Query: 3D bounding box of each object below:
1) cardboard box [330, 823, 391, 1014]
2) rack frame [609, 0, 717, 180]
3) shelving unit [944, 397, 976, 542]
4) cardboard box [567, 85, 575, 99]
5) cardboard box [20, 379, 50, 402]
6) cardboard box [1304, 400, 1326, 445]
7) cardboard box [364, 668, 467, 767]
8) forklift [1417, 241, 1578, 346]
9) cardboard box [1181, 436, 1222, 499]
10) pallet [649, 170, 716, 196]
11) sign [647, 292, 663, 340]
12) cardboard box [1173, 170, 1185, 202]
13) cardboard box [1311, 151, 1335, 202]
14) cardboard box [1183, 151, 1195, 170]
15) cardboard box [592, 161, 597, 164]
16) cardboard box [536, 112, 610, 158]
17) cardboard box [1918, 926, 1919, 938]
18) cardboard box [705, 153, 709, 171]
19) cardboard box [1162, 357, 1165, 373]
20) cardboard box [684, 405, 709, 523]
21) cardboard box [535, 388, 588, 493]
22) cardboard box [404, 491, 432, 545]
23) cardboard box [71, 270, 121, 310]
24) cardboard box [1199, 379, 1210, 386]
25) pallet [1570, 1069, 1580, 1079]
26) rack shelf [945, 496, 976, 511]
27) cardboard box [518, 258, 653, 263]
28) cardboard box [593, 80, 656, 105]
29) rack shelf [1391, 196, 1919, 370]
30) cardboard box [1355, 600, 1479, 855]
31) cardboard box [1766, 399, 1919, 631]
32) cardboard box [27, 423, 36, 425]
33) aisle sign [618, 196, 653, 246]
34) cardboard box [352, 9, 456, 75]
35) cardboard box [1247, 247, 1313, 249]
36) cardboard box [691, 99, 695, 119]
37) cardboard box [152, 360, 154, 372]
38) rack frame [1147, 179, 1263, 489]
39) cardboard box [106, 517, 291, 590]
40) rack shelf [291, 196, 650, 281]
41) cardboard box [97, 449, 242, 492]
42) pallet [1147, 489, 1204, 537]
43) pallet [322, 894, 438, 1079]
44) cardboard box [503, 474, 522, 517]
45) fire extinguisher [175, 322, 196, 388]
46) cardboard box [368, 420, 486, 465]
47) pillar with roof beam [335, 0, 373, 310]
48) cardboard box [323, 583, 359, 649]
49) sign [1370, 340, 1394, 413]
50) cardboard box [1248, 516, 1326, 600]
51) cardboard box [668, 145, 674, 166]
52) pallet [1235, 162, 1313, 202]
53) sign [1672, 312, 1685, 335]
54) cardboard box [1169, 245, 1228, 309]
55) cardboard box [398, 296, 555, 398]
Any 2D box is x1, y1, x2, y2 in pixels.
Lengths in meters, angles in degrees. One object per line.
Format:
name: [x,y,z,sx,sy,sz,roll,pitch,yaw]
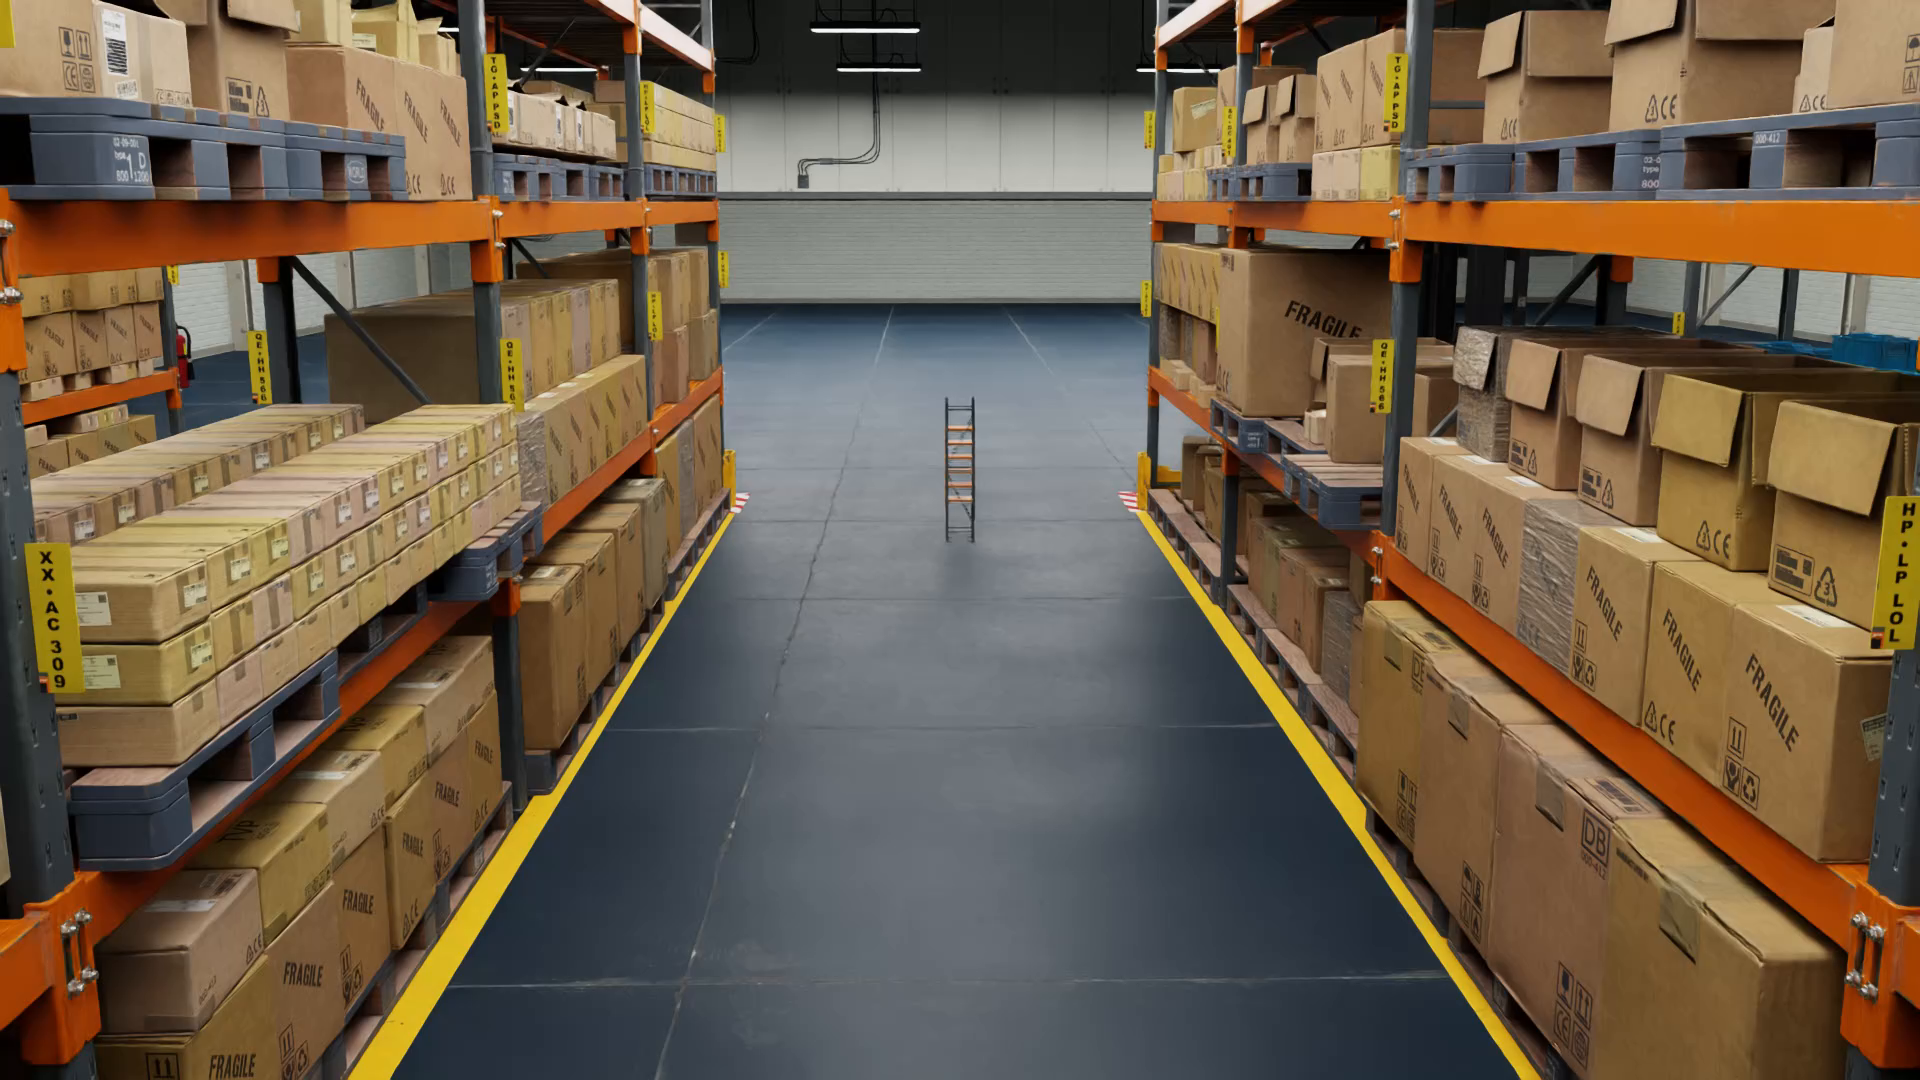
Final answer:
cardboard box: [-2.247,1.256,5.552,0.500,0.500,0.500,0,11,0]
rack frame: [-2.708,-4.731,14.746,1.000,3.000,0.127,0,11,-1]
shelving unit: [0.000,-0.591,13.954,0.258,1.200,0.189,0,11,-1]
cardboard box: [-2.961,-3.160,11.865,0.380,0.149,0.250,0,11,-1]
cardboard box: [-7.275,-1.151,12.818,0.380,0.149,0.250,0,11,-1]
cardboard box: [2.114,-0.671,9.106,0.396,0.266,0.258,-1,11,-3]
cardboard box: [-2.245,0.686,6.477,0.500,0.250,0.500,0,11,0]
forklift: [5.143,-1.846,15.787,3.031,2.935,1.130,-5,12,-21]
cardboard box: [2.249,-0.648,14.939,0.500,0.500,0.500,2,12,9]
pallet: [-2.682,-3.070,14.327,1.003,0.211,1.213,0,11,-1]
sign: [-2.083,-1.529,11.337,0.100,0.325,0.005,0,11,-1]
cardboard box: [2.028,-2.890,13.593,0.500,0.250,0.500,0,11,-1]
cardboard box: [2.132,-1.889,8.661,0.500,0.250,0.500,0,11,0]
cardboard box: [2.020,-3.069,13.472,0.380,0.149,0.250,-1,11,-4]
cardboard box: [-2.980,-2.922,12.697,0.380,0.149,0.250,0,11,-2]
cardboard box: [-2.380,-2.403,9.883,0.500,0.250,0.500,0,11,-2]
cardboard box: [2.175,0.777,3.315,0.380,0.149,0.250,0,11,-1]
cardboard box: [-2.352,-3.227,14.200,0.380,0.149,0.250,0,11,0]
cardboard box: [2.007,-1.561,14.840,0.380,0.149,0.250,0,11,-1]
cardboard box: [-2.608,-0.646,13.987,0.875,0.875,0.875,0,11,-2]
cardboard box: [-2.305,-0.541,8.932,0.500,0.500,0.500,0,11,-1]
cardboard box: [-2.048,-0.076,5.719,0.380,0.149,0.250,0,11,0]
cardboard box: [-7.310,-2.133,13.515,0.700,0.500,0.500,0,11,-2]
cardboard box: [2.061,-1.163,12.880,0.380,0.149,0.250,0,11,-1]
pallet: [2.410,1.808,4.618,1.003,0.211,1.213,0,11,-1]
rack shelf: [0.000,-0.312,14.011,0.258,0.103,0.180,0,11,-1]
cardboard box: [-2.726,-1.781,12.200,0.875,0.550,0.550,0,11,-1]
cardboard box: [-2.293,-3.062,11.383,0.380,0.149,0.250,0,11,-1]
rack shelf: [2.460,-0.921,5.319,1.077,0.370,4.000,0,11,-1]
cardboard box: [2.412,0.772,6.998,1.225,0.875,0.875,-1,11,-4]
cardboard box: [2.480,-0.073,4.102,0.797,0.503,0.637,-1,11,-3]
cardboard box: [-7.898,-0.706,13.969,0.500,0.500,0.500,-1,11,-3]
aisle sign: [-3.009,-3.078,15.148,0.394,0.787,0.004,0,11,-1]
cardboard box: [-2.275,-2.016,6.729,0.396,0.266,0.258,0,11,-1]
cardboard box: [2.538,-2.070,13.202,0.500,0.500,0.500,0,11,-1]
cardboard box: [-2.336,-3.465,13.370,0.380,0.149,0.250,0,11,-2]
cardboard box: [-7.433,-1.554,14.806,0.380,0.149,0.250,0,11,1]
rack frame: [2.253,-1.791,15.344,1.000,3.000,0.127,0,11,-1]
cardboard box: [-2.023,0.034,4.429,0.380,0.149,0.250,0,11,-1]
rack shelf: [-2.584,-1.716,9.237,1.077,0.370,4.000,0,11,-1]
cardboard box: [-2.698,-0.221,5.684,0.380,0.149,0.250,0,11,1]
pallet: [2.236,-0.248,14.750,1.003,0.211,1.213,0,11,-1]
pallet: [-2.506,1.563,5.823,1.003,0.211,1.213,0,11,-1]
cardboard box: [-2.073,-0.187,7.013,0.380,0.149,0.250,0,11,0]
fire extinguisher: [-7.196,-1.737,15.273,0.296,0.674,0.183,0,11,-1]
cardboard box: [-2.066,-0.377,6.455,0.380,0.149,0.250,0,11,1]
pillar with roof beam: [-9.696,-9.316,37.345,9.100,9.000,0.548,0,11,-1]
cardboard box: [-2.031,0.226,4.975,0.380,0.149,0.250,-1,11,-4]
sign: [1.876,-0.726,7.378,0.100,0.325,0.005,0,11,-1]
cardboard box: [2.327,0.135,11.028,0.700,0.500,0.500,-1,12,-6]
cardboard box: [-2.309,-2.822,12.206,0.380,0.149,0.250,0,11,-2]
pallet: [2.266,-2.045,9.522,1.213,0.211,1.003,0,11,-1]
sign: [6.655,-1.946,15.410,0.100,0.325,0.005,0,11,-1]
cardboard box: [2.007,-2.167,13.681,0.500,0.500,0.500,0,11,-1]
cardboard box: [-2.567,-1.032,8.833,0.700,0.500,0.500,0,11,-2]
